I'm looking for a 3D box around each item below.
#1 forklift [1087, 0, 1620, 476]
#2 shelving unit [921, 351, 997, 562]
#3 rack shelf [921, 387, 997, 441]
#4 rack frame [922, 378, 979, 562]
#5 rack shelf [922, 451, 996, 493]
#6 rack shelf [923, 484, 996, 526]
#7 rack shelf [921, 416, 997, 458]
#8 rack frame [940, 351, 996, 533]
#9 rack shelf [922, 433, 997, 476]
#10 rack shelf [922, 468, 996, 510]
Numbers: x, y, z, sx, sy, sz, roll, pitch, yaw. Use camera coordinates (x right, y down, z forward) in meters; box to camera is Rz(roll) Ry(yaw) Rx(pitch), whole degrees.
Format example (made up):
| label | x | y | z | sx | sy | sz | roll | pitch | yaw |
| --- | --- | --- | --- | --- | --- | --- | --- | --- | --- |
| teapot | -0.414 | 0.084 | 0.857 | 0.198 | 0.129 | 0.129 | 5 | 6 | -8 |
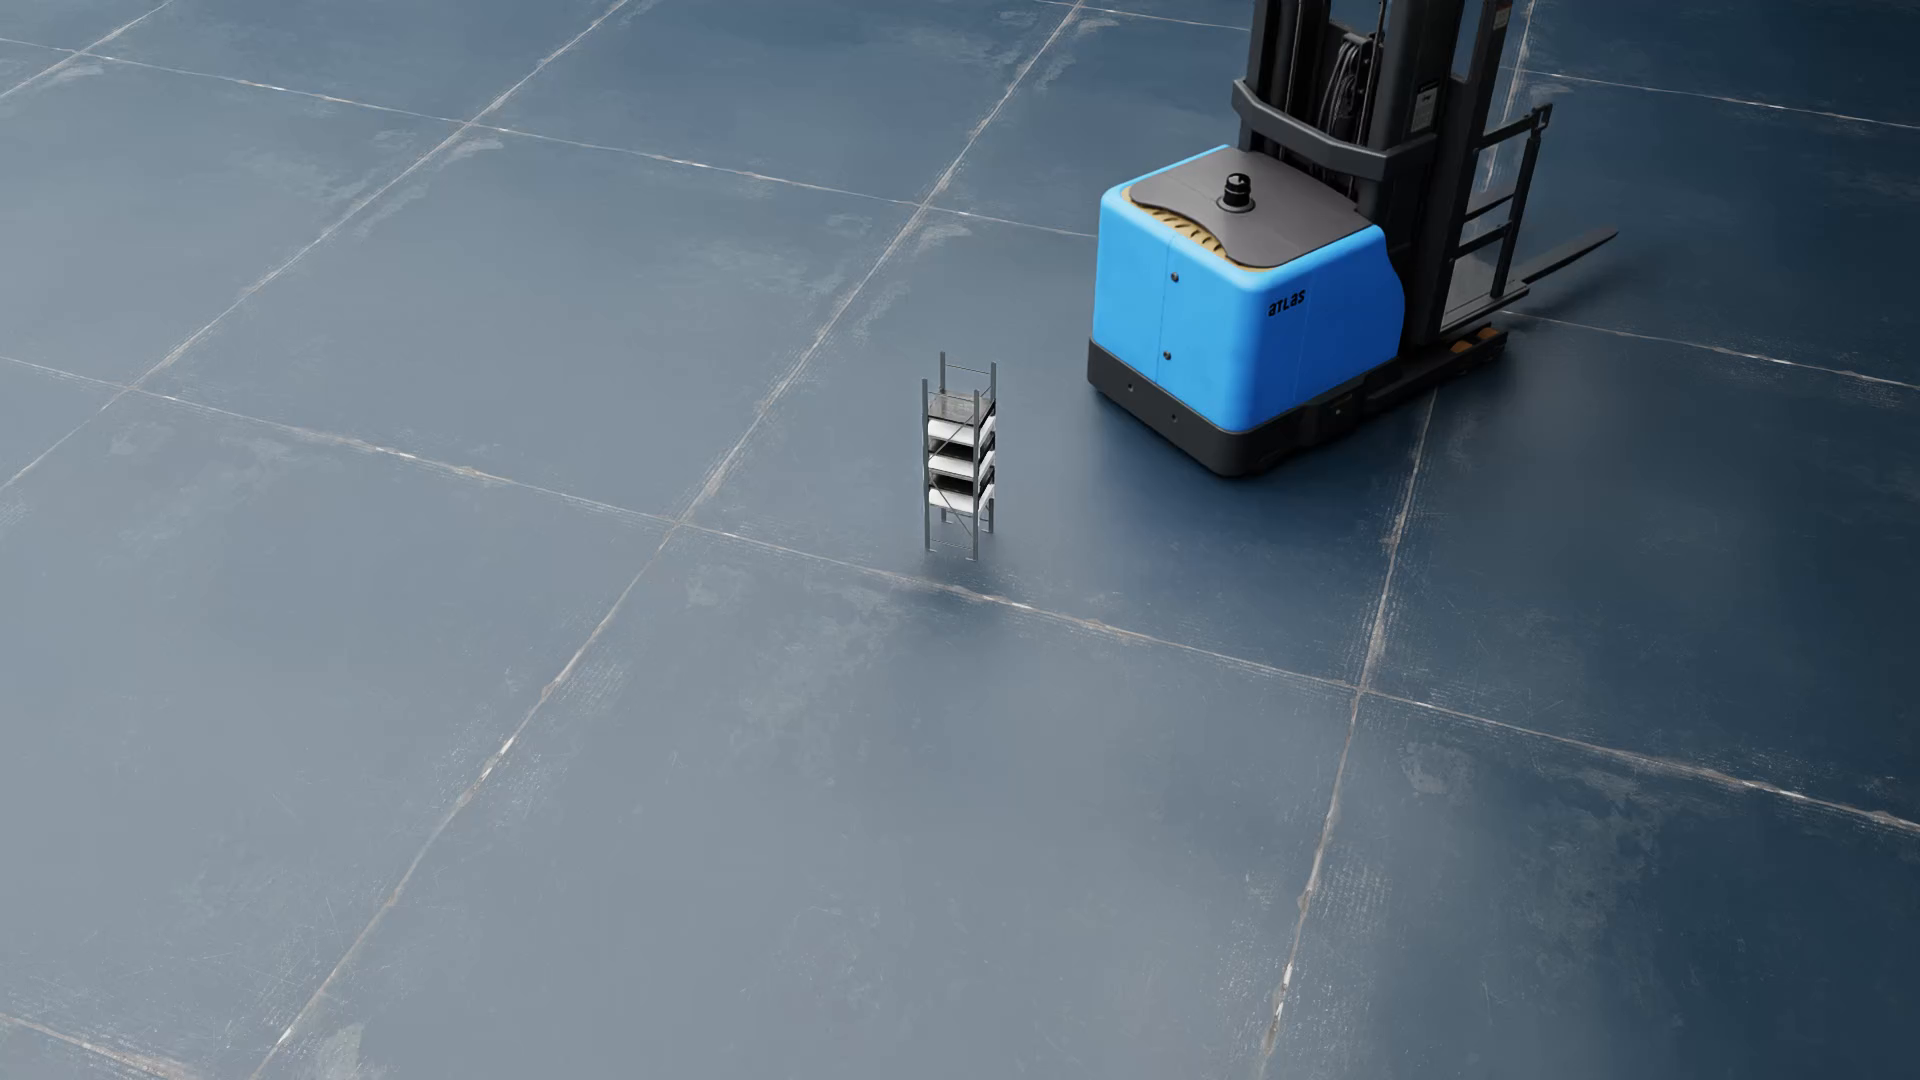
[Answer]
| label | x | y | z | sx | sy | sz | roll | pitch | yaw |
| --- | --- | --- | --- | --- | --- | --- | --- | --- | --- |
| forklift | 2.099 | -2.180 | 7.547 | 3.031 | 2.935 | 1.130 | -26 | 47 | -27 |
| shelving unit | -0.003 | -0.337 | 6.952 | 0.258 | 0.900 | 0.210 | 13 | 42 | 15 |
| rack shelf | -0.003 | -0.517 | 6.799 | 0.258 | 0.077 | 0.200 | 13 | 42 | 15 |
| rack frame | -0.038 | -0.275 | 6.879 | 0.240 | 0.900 | 0.006 | 13 | 42 | 15 |
| rack shelf | -0.003 | -0.312 | 6.974 | 0.258 | 0.077 | 0.200 | 13 | 42 | 15 |
| rack shelf | -0.003 | -0.175 | 7.091 | 0.258 | 0.077 | 0.200 | 13 | 42 | 15 |
| rack shelf | -0.003 | -0.449 | 6.857 | 0.258 | 0.077 | 0.200 | 13 | 42 | 15 |
| rack frame | 0.032 | -0.399 | 7.025 | 0.240 | 0.900 | 0.006 | 13 | 42 | 15 |
| rack shelf | -0.003 | -0.381 | 6.915 | 0.258 | 0.077 | 0.200 | 13 | 42 | 15 |
| rack shelf | -0.003 | -0.244 | 7.032 | 0.258 | 0.077 | 0.200 | 13 | 42 | 15 |
